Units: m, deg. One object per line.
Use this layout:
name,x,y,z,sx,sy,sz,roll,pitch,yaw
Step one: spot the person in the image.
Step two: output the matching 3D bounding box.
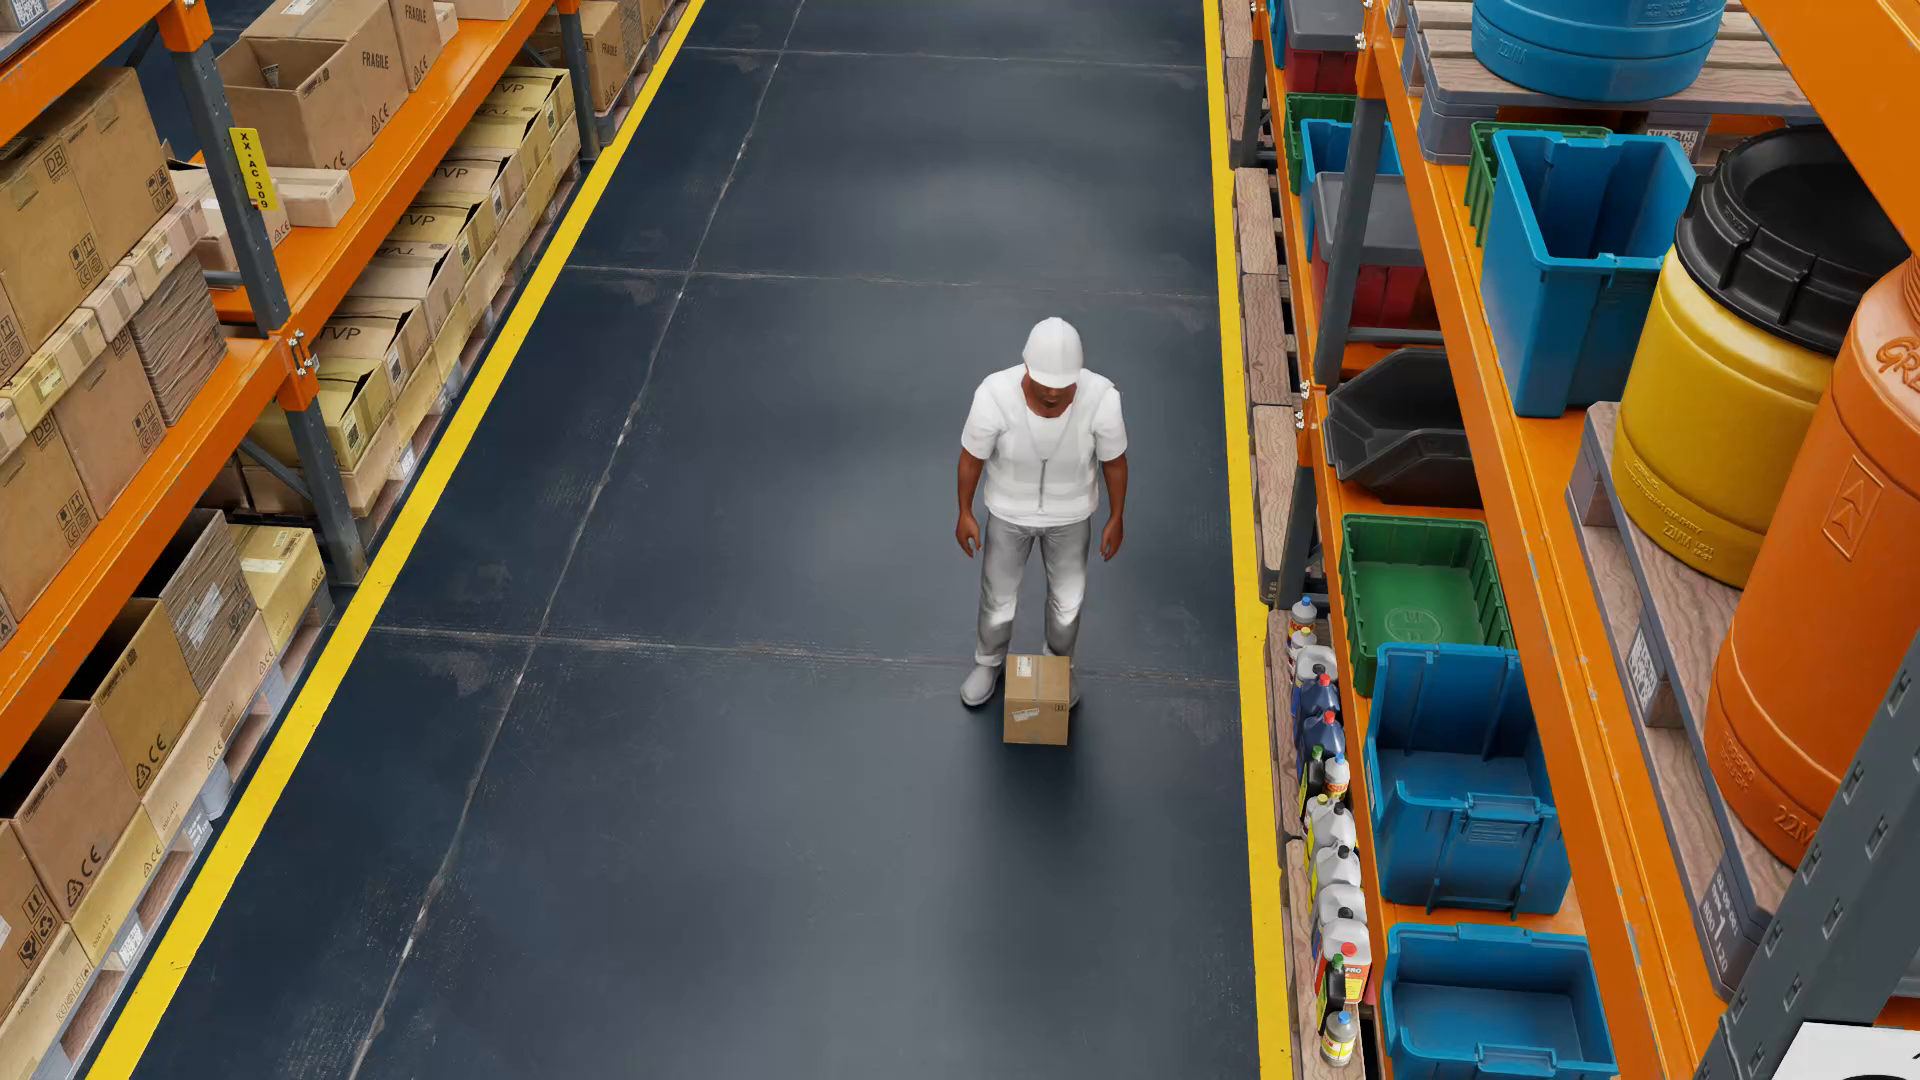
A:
person,0.303,-0.094,6.254,0.637,1.761,0.454,2,40,2
